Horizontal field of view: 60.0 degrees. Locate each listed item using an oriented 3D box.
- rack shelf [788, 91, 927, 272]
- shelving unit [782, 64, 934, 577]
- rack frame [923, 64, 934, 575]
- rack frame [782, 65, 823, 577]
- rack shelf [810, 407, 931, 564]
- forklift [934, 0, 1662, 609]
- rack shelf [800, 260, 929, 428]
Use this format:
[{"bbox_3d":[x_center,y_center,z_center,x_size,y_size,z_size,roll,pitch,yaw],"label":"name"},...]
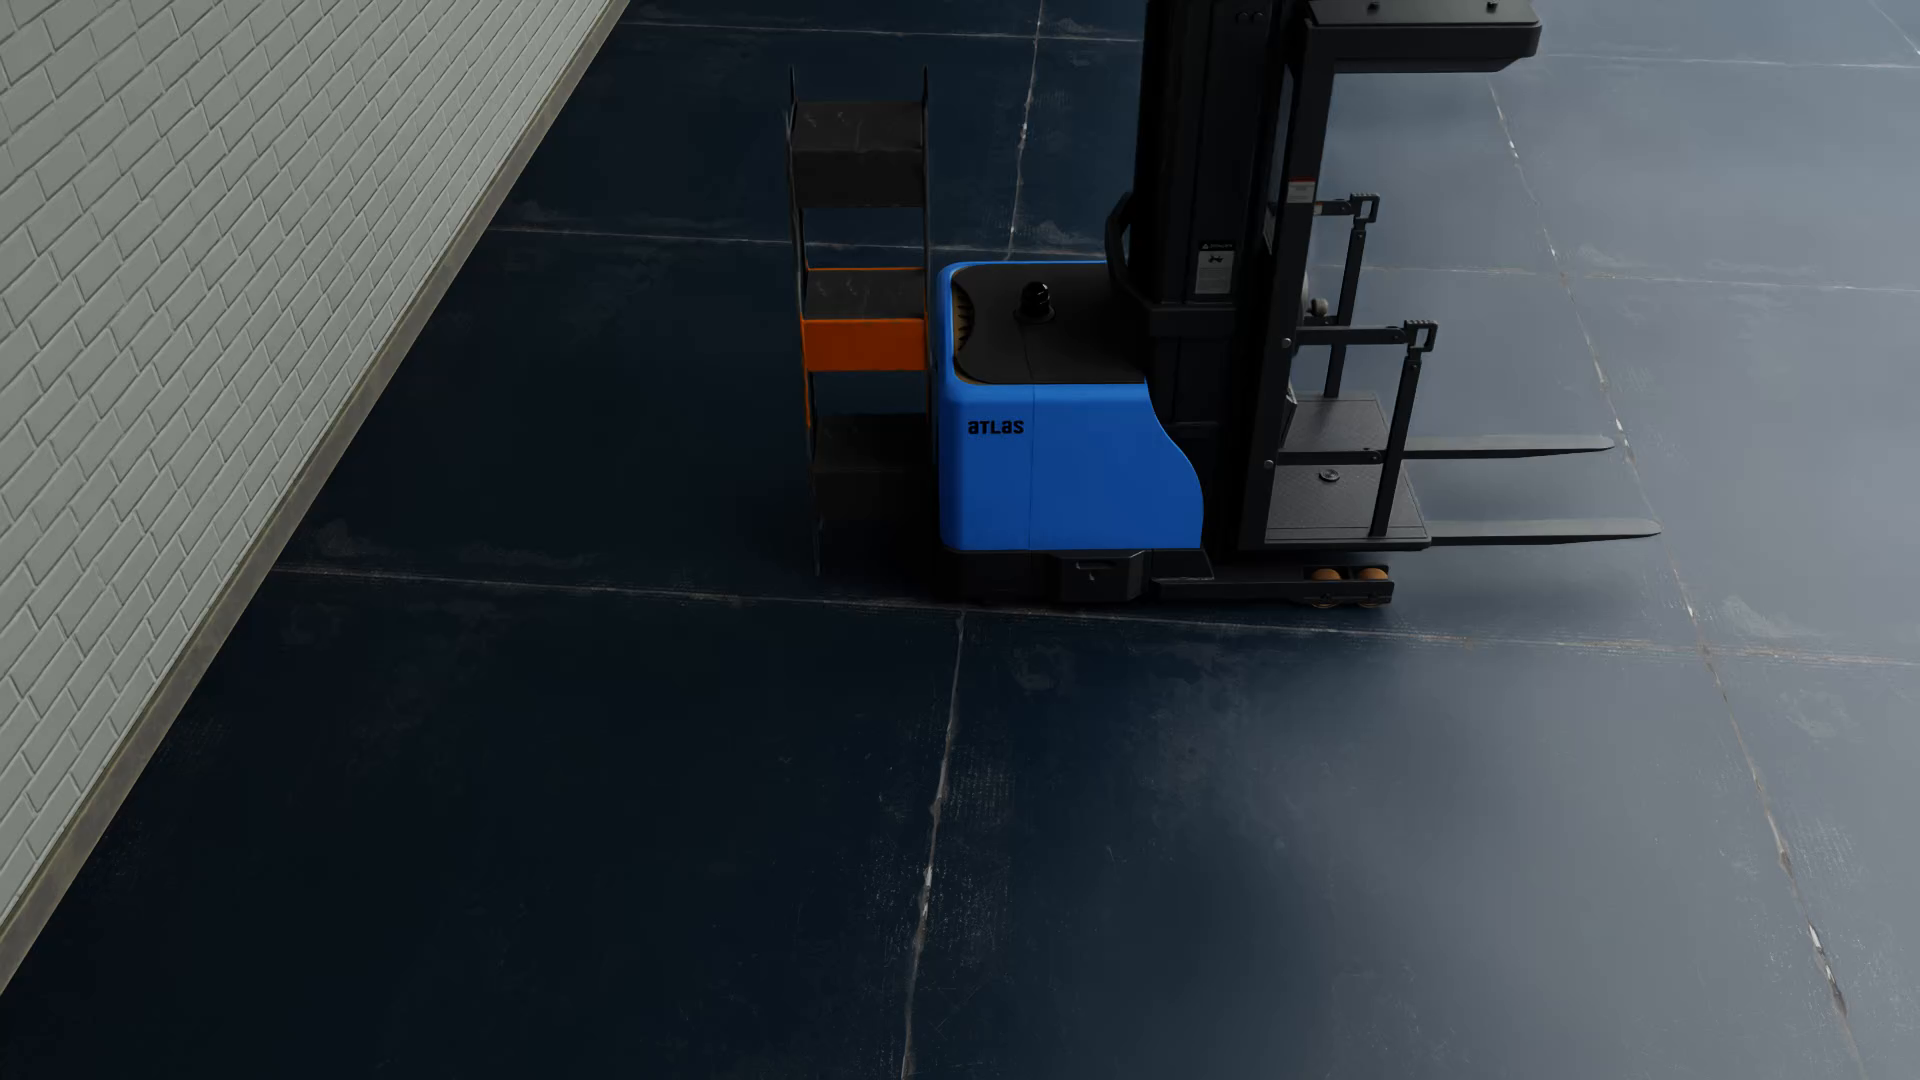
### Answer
[{"bbox_3d":[-0.366,-1.319,6.120,0.480,0.518,0.431,-1,39,-1],"label":"rack shelf"},{"bbox_3d":[-0.366,-0.787,6.554,0.503,2.100,0.431,-1,39,-1],"label":"shelving unit"},{"bbox_3d":[-0.122,-0.790,6.557,0.015,2.100,0.400,-1,39,-1],"label":"rack frame"},{"bbox_3d":[-0.610,-0.784,6.550,0.015,2.100,0.400,-1,39,-1],"label":"rack frame"},{"bbox_3d":[-0.366,-0.234,7.004,0.480,0.518,0.431,-1,39,-1],"label":"rack shelf"},{"bbox_3d":[1.412,-1.190,6.390,3.031,2.935,1.130,-1,39,-1],"label":"forklift"},{"bbox_3d":[-0.366,-0.776,6.562,0.480,0.518,0.431,-1,39,-1],"label":"rack shelf"}]
